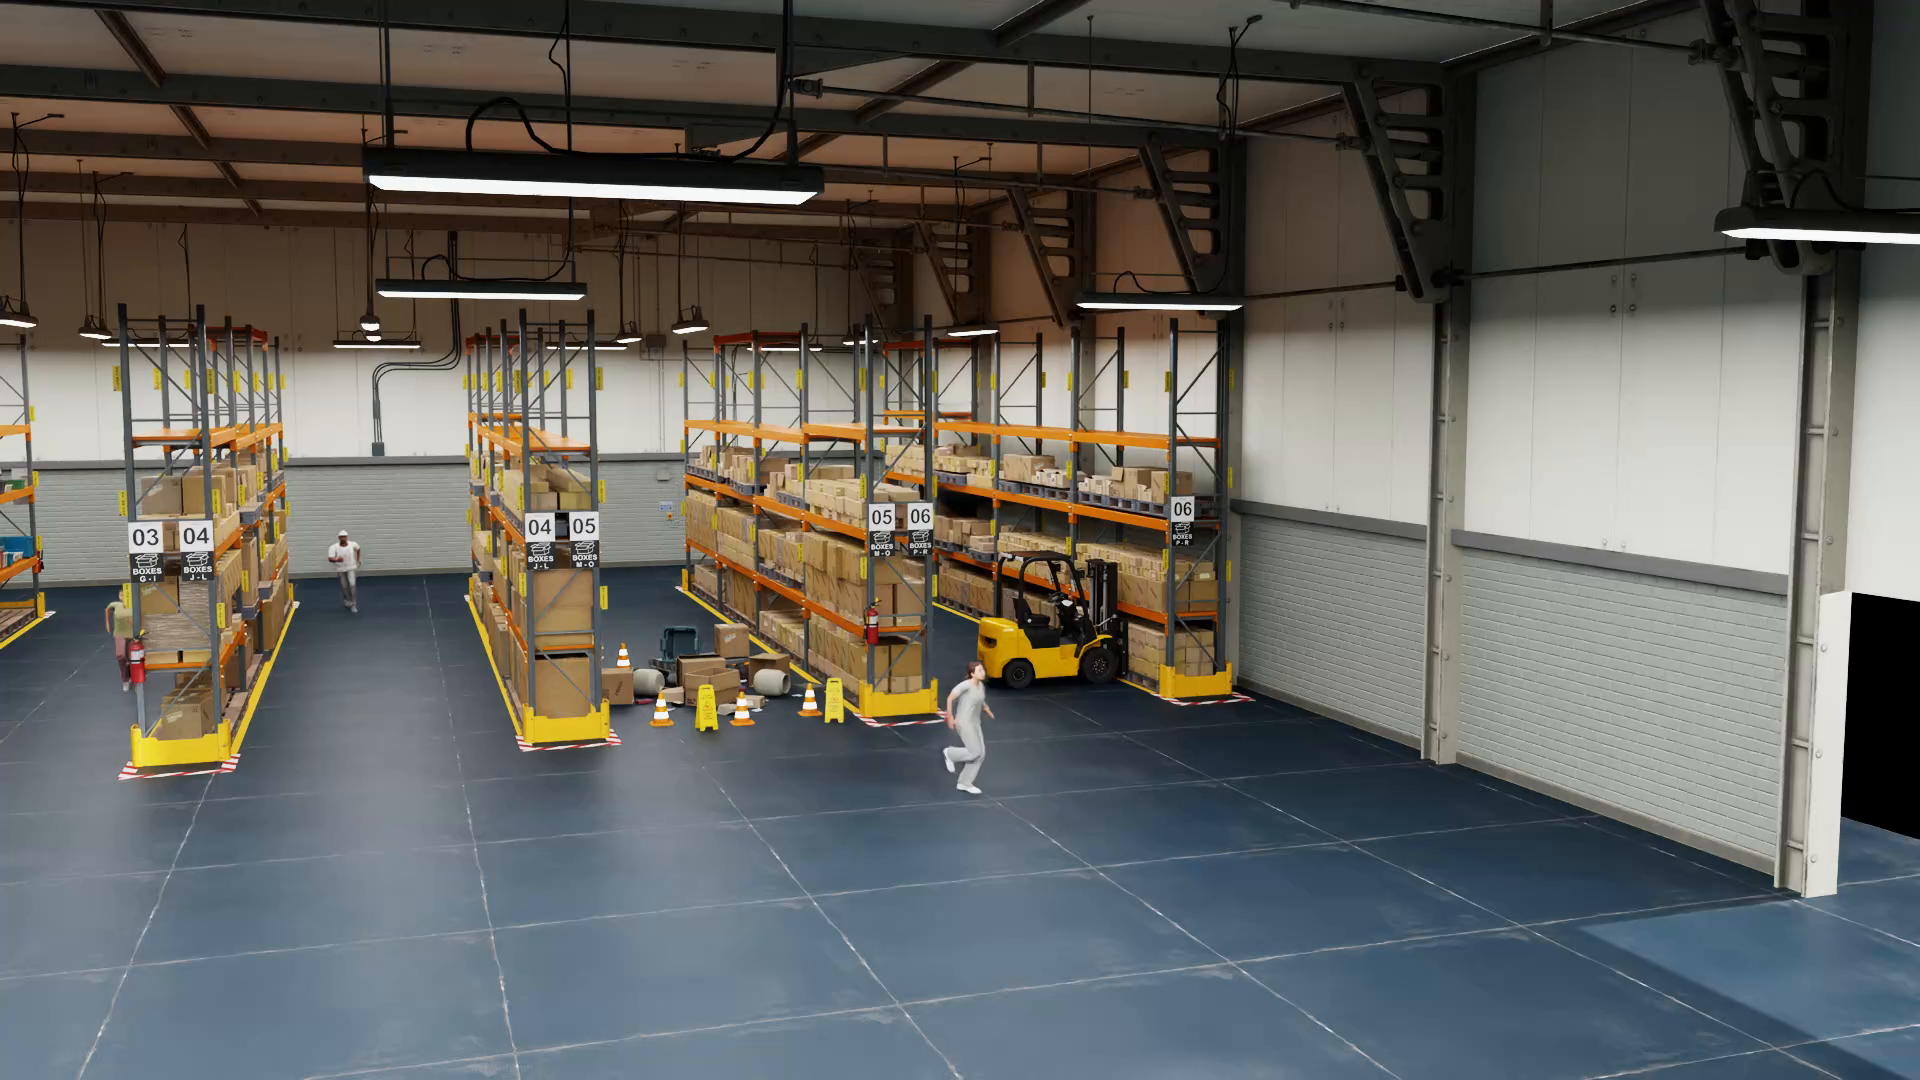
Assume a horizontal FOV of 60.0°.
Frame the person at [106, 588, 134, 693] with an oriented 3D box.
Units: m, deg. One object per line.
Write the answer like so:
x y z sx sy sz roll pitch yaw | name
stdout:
-13.605 1.607 27.144 0.599 1.695 0.819 -2 6 -21 | person

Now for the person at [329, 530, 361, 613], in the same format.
-13.459 0.675 36.398 0.648 1.802 0.899 -2 6 -18 | person

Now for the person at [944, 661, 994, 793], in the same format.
0.102 2.285 20.394 0.661 1.620 0.600 4 7 37 | person
